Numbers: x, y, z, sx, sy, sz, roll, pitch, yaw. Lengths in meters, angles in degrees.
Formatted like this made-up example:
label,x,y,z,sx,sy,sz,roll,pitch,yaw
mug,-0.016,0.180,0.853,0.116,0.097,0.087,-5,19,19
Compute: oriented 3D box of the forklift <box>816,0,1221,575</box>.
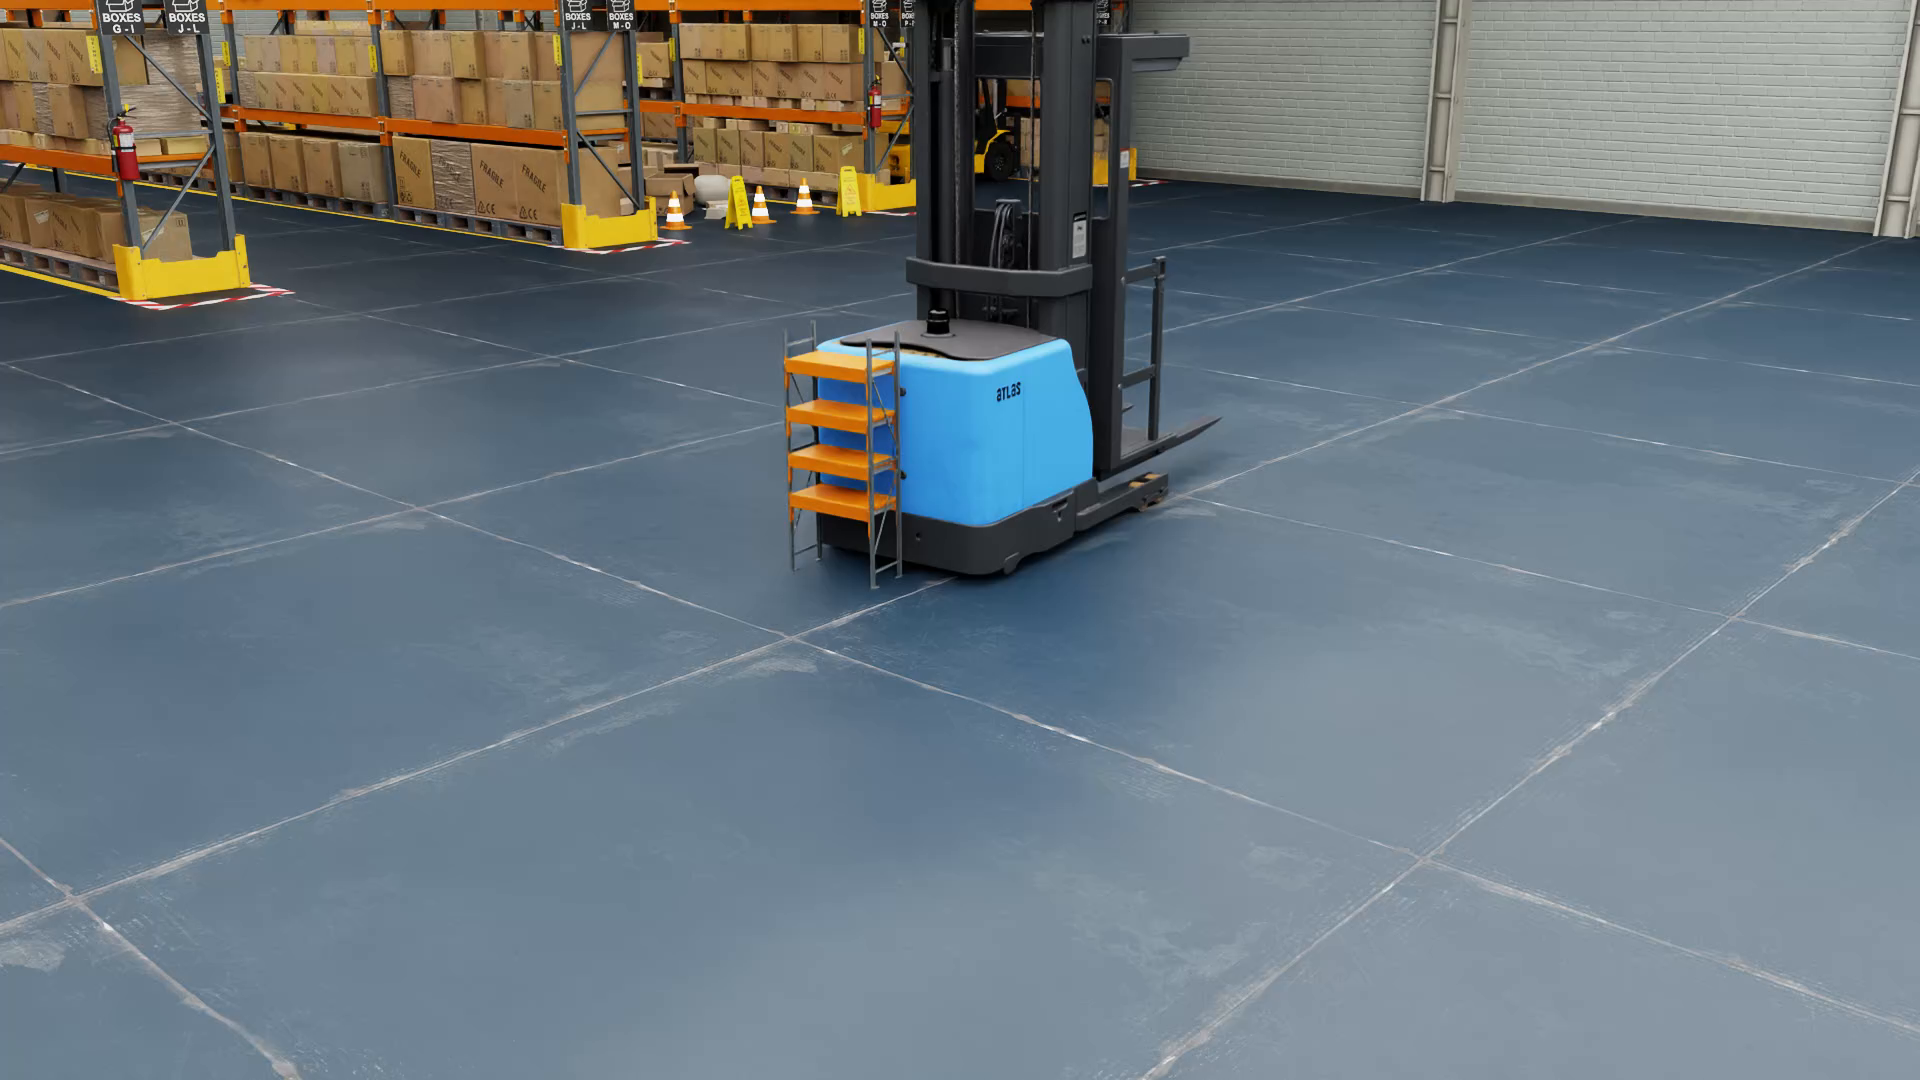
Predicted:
label,x,y,z,sx,sy,sz,roll,pitch,yaw
forklift,0.506,-1.621,8.874,1.130,2.935,3.031,11,21,32

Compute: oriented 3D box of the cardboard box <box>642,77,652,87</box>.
label,x,y,z,sx,sy,sz,roll,pitch,yaw
cardboard box,-4.677,-7.070,25.650,0.250,0.149,0.380,14,22,38

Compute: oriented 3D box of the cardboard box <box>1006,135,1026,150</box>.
label,x,y,z,sx,sy,sz,roll,pitch,yaw
cardboard box,1.021,-6.569,27.376,0.500,0.250,0.500,14,23,38

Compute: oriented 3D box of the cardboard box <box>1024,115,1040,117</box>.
label,x,y,z,sx,sy,sz,roll,pitch,yaw
cardboard box,1.384,-6.920,27.655,0.500,0.250,0.500,15,23,39

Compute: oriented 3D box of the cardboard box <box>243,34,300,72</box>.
label,x,y,z,sx,sy,sz,roll,pitch,yaw
cardboard box,-9.796,-6.986,23.848,0.500,0.500,0.700,15,23,39

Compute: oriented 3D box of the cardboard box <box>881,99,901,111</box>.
label,x,y,z,sx,sy,sz,roll,pitch,yaw
cardboard box,-1.048,-6.083,23.237,0.250,0.149,0.380,15,23,39

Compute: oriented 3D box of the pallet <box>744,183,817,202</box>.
label,x,y,z,sx,sy,sz,roll,pitch,yaw
pallet,-2.481,-5.190,24.618,1.213,0.211,1.003,15,23,39

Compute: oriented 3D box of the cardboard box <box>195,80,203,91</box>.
label,x,y,z,sx,sy,sz,roll,pitch,yaw
cardboard box,-10.984,-6.680,24.422,0.250,0.149,0.380,15,23,39

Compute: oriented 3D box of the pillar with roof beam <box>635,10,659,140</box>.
label,x,y,z,sx,sy,sz,roll,pitch,yaw
pillar with roof beam,-9.395,-11.851,31.076,0.400,9.000,9.100,15,23,39

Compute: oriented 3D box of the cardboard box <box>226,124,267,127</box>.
label,x,y,z,sx,sy,sz,roll,pitch,yaw
cardboard box,-10.859,-6.215,25.436,0.500,0.250,0.500,15,23,39

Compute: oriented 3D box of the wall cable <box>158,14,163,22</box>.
label,x,y,z,sx,sy,sz,roll,pitch,yaw
wall cable,-17.131,-10.927,36.352,0.123,1.953,0.585,15,23,39

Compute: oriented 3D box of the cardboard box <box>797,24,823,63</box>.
label,x,y,z,sx,sy,sz,roll,pitch,yaw
cardboard box,-1.832,-6.911,23.118,0.500,0.500,0.700,15,23,40

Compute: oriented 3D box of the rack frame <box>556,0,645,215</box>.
label,x,y,z,sx,sy,sz,roll,pitch,yaw
rack frame,-4.142,-4.948,19.244,0.127,3.000,1.000,15,23,39

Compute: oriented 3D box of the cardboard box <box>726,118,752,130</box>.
label,x,y,z,sx,sy,sz,roll,pitch,yaw
cardboard box,-3.222,-6.127,24.497,0.250,0.149,0.380,16,24,41

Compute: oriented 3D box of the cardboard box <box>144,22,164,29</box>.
label,x,y,z,sx,sy,sz,roll,pitch,yaw
cardboard box,-13.293,-8.169,27.084,0.500,0.500,0.500,16,23,41

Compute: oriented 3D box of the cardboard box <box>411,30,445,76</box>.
label,x,y,z,sx,sy,sz,roll,pitch,yaw
cardboard box,-6.392,-6.171,21.065,0.550,0.550,0.875,15,23,39

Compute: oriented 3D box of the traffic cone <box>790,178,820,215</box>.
label,x,y,z,sx,sy,sz,roll,pitch,yaw
traffic cone,-2.109,-4.674,22.573,0.334,0.463,0.336,15,23,39

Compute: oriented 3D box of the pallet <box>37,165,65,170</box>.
label,x,y,z,sx,sy,sz,roll,pitch,yaw
pallet,-15.468,-6.645,29.201,1.213,0.211,1.003,15,23,39

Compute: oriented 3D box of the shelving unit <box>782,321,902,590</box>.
label,x,y,z,sx,sy,sz,roll,pitch,yaw
shelving unit,-0.556,-0.405,7.905,0.503,1.200,0.258,11,21,32

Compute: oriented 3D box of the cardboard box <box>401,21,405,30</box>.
label,x,y,z,sx,sy,sz,roll,pitch,yaw
cardboard box,-10.173,-9.501,30.700,0.250,0.149,0.380,15,23,40

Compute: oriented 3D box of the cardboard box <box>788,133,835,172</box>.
label,x,y,z,sx,sy,sz,roll,pitch,yaw
cardboard box,-2.096,-5.541,23.724,0.500,0.500,0.500,16,24,41

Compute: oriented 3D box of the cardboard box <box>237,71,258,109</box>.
label,x,y,z,sx,sy,sz,roll,pitch,yaw
cardboard box,-9.969,-6.451,23.814,0.500,0.500,0.500,15,23,40

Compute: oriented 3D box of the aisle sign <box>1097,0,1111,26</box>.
label,x,y,z,sx,sy,sz,roll,pitch,yaw
aisle sign,2.215,-8.371,25.733,0.004,0.787,0.394,15,23,39

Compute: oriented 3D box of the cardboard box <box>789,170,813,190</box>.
label,x,y,z,sx,sy,sz,roll,pitch,yaw
cardboard box,-2.097,-5.185,23.842,0.500,0.250,0.500,15,23,39

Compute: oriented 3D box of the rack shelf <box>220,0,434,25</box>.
label,x,y,z,sx,sy,sz,roll,pitch,yaw
rack shelf,-8.629,-7.240,22.695,4.000,0.370,1.077,15,23,39

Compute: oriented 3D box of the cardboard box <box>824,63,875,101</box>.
label,x,y,z,sx,sy,sz,roll,pitch,yaw
cardboard box,-1.520,-6.324,22.923,0.500,0.500,0.500,15,23,38

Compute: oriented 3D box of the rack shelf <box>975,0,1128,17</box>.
label,x,y,z,sx,sy,sz,roll,pitch,yaw
rack shelf,0.865,-8.700,27.298,4.000,0.370,1.077,15,23,39

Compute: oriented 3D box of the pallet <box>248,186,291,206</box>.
label,x,y,z,sx,sy,sz,roll,pitch,yaw
pallet,-9.585,-5.050,24.174,1.213,0.211,1.003,15,23,39

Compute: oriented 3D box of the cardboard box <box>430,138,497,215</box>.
label,x,y,z,sx,sy,sz,roll,pitch,yaw
cardboard box,-6.033,-4.616,21.017,0.875,0.875,0.875,15,23,40

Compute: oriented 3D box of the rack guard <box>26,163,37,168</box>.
label,x,y,z,sx,sy,sz,roll,pitch,yaw
rack guard,-16.052,-6.954,29.697,0.348,0.500,1.175,15,23,39

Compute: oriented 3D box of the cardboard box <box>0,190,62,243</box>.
label,x,y,z,sx,sy,sz,roll,pitch,yaw
cardboard box,-10.229,-3.569,18.336,0.500,0.500,0.500,14,22,38

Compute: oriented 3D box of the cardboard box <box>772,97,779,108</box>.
label,x,y,z,sx,sy,sz,roll,pitch,yaw
cardboard box,-2.484,-6.306,23.940,0.250,0.149,0.380,15,23,39

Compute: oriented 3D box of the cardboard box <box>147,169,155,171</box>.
label,x,y,z,sx,sy,sz,roll,pitch,yaw
cardboard box,-12.740,-6.158,26.494,0.500,0.500,0.500,16,24,41

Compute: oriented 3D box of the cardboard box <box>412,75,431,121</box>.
label,x,y,z,sx,sy,sz,roll,pitch,yaw
cardboard box,-6.423,-5.646,21.195,0.550,0.550,0.875,15,23,39

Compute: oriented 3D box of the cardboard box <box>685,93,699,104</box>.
label,x,y,z,sx,sy,sz,roll,pitch,yaw
cardboard box,-3.901,-6.636,24.977,0.250,0.149,0.380,15,23,39

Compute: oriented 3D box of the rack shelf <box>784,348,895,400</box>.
label,x,y,z,sx,sy,sz,roll,pitch,yaw
rack shelf,-0.556,-0.780,7.785,0.480,0.148,0.258,11,21,32

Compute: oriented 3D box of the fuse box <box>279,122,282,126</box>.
label,x,y,z,sx,sy,sz,roll,pitch,yaw
fuse box,-15.628,-10.260,38.110,0.414,1.711,0.539,15,23,39

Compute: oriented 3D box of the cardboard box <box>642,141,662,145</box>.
label,x,y,z,sx,sy,sz,roll,pitch,yaw
cardboard box,-5.378,-6.227,26.922,0.625,0.372,0.950,16,24,41

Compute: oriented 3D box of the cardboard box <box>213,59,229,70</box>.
label,x,y,z,sx,sy,sz,roll,pitch,yaw
cardboard box,-10.796,-6.913,24.173,0.250,0.149,0.380,14,22,37

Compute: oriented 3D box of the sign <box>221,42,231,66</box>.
label,x,y,z,sx,sy,sz,roll,pitch,yaw
sign,-10.478,-6.944,23.749,0.005,0.325,0.100,15,23,39

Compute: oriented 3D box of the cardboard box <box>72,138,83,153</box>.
label,x,y,z,sx,sy,sz,roll,pitch,yaw
cardboard box,-8.444,-3.879,16.292,0.250,0.149,0.380,15,23,39

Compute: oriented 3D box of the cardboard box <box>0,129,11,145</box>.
label,x,y,z,sx,sy,sz,roll,pitch,yaw
cardboard box,-9.803,-4.214,17.345,0.250,0.149,0.380,15,23,39

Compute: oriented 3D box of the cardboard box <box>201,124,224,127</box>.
label,x,y,z,sx,sy,sz,roll,pitch,yaw
cardboard box,-11.565,-6.203,25.397,0.500,0.250,0.500,16,23,41

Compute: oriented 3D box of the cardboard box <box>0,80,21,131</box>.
label,x,y,z,sx,sy,sz,roll,pitch,yaw
cardboard box,-9.414,-4.548,17.328,0.500,0.500,0.875,15,23,39

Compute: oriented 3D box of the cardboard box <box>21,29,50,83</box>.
label,x,y,z,sx,sy,sz,roll,pitch,yaw
cardboard box,-8.835,-4.767,16.363,0.500,0.500,0.500,15,23,39

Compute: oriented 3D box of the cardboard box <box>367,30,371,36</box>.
label,x,y,z,sx,sy,sz,roll,pitch,yaw
cardboard box,-10.443,-9.054,30.364,0.500,0.500,0.500,15,23,39

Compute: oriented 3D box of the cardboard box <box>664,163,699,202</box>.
label,x,y,z,sx,sy,sz,roll,pitch,yaw
cardboard box,-4.025,-5.178,24.097,0.500,0.500,0.500,-3,18,-8

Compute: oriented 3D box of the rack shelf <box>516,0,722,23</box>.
label,x,y,z,sx,sy,sz,roll,pitch,yaw
rack shelf,-5.419,-8.380,26.288,4.000,0.370,1.077,15,23,39

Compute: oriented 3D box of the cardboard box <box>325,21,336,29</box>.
label,x,y,z,sx,sy,sz,roll,pitch,yaw
cardboard box,-11.685,-9.679,31.262,0.250,0.149,0.380,14,23,38

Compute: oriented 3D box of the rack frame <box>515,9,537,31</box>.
label,x,y,z,sx,sy,sz,roll,pitch,yaw
rack frame,-6.915,-7.694,27.898,0.127,3.000,1.000,15,23,39

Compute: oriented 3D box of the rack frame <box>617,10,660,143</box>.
label,x,y,z,sx,sy,sz,roll,pitch,yaw
rack frame,-6.615,-9.621,33.970,0.127,3.000,1.000,15,23,39
